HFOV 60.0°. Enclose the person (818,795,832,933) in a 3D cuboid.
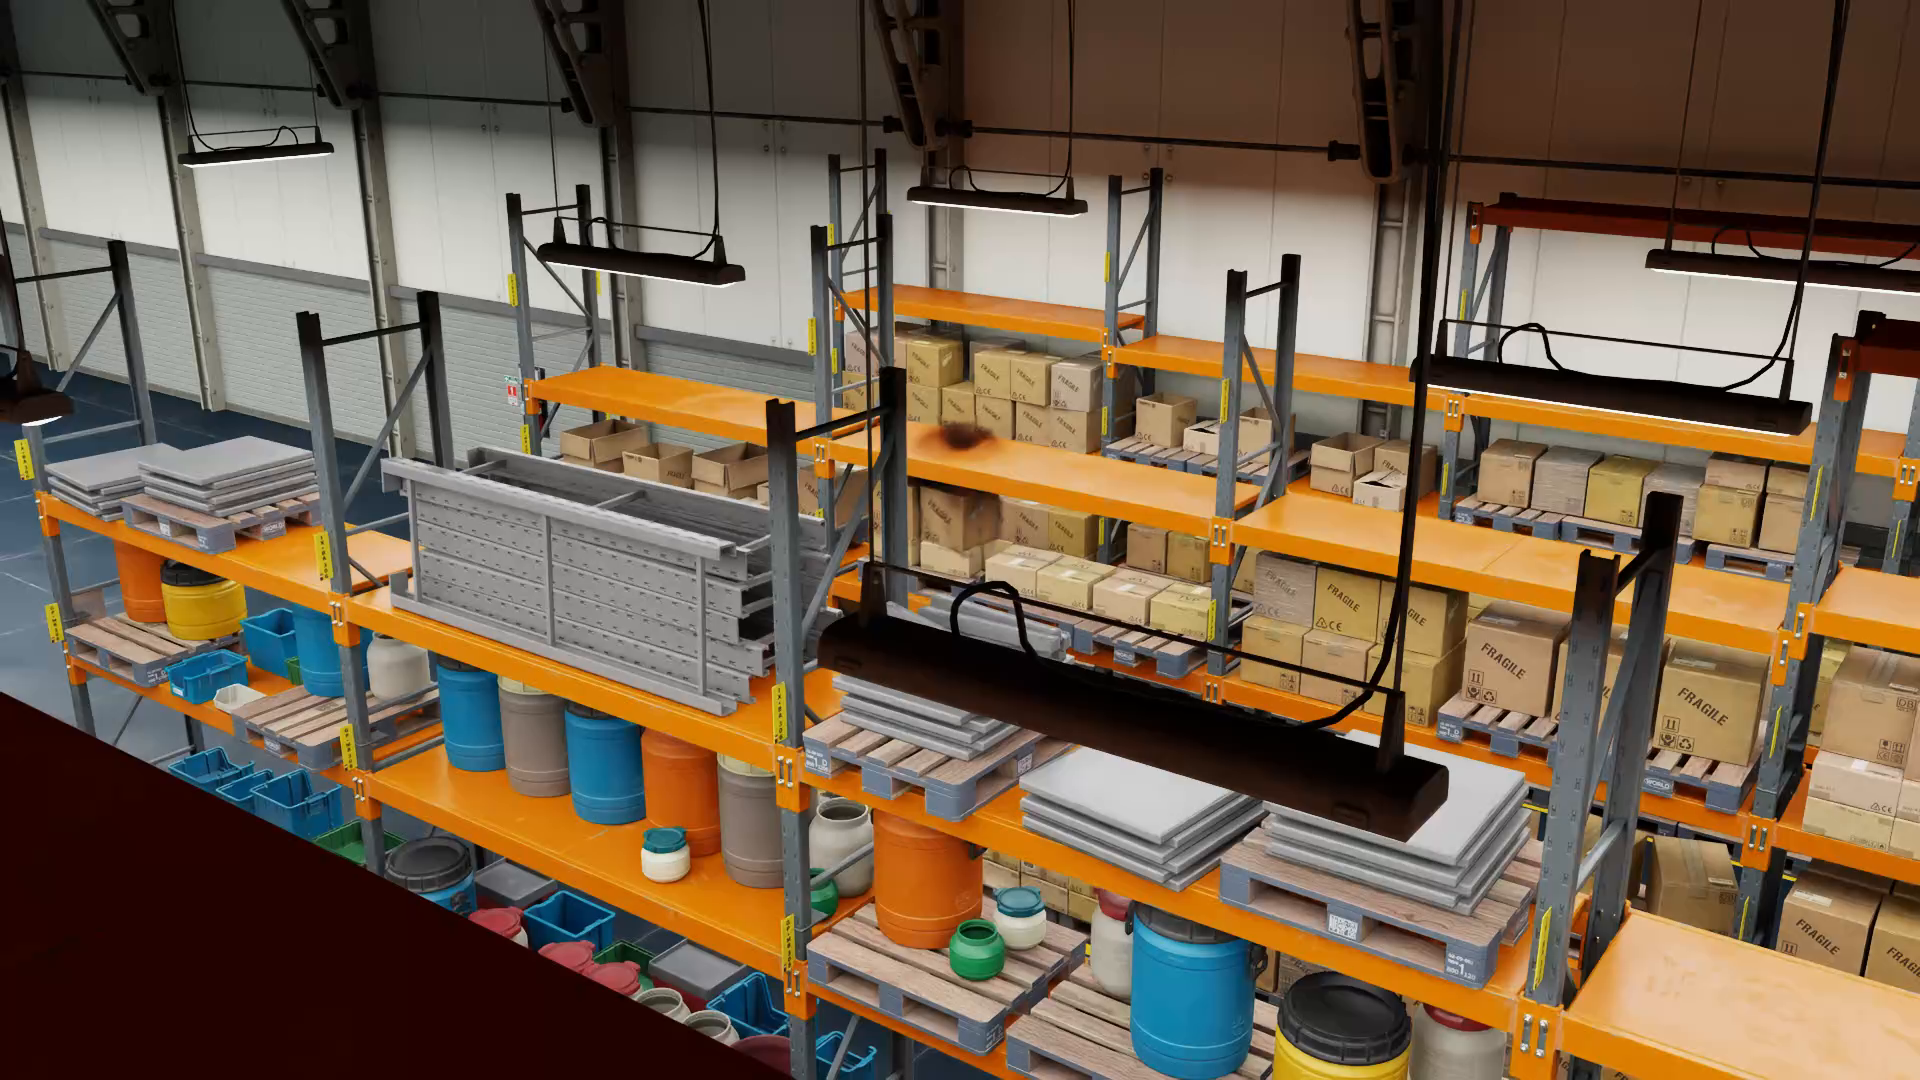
[{"bbox_3d":[-1.130,2.907,13.689,0.825,1.823,0.558,15,24,38],"label":"person"}]
